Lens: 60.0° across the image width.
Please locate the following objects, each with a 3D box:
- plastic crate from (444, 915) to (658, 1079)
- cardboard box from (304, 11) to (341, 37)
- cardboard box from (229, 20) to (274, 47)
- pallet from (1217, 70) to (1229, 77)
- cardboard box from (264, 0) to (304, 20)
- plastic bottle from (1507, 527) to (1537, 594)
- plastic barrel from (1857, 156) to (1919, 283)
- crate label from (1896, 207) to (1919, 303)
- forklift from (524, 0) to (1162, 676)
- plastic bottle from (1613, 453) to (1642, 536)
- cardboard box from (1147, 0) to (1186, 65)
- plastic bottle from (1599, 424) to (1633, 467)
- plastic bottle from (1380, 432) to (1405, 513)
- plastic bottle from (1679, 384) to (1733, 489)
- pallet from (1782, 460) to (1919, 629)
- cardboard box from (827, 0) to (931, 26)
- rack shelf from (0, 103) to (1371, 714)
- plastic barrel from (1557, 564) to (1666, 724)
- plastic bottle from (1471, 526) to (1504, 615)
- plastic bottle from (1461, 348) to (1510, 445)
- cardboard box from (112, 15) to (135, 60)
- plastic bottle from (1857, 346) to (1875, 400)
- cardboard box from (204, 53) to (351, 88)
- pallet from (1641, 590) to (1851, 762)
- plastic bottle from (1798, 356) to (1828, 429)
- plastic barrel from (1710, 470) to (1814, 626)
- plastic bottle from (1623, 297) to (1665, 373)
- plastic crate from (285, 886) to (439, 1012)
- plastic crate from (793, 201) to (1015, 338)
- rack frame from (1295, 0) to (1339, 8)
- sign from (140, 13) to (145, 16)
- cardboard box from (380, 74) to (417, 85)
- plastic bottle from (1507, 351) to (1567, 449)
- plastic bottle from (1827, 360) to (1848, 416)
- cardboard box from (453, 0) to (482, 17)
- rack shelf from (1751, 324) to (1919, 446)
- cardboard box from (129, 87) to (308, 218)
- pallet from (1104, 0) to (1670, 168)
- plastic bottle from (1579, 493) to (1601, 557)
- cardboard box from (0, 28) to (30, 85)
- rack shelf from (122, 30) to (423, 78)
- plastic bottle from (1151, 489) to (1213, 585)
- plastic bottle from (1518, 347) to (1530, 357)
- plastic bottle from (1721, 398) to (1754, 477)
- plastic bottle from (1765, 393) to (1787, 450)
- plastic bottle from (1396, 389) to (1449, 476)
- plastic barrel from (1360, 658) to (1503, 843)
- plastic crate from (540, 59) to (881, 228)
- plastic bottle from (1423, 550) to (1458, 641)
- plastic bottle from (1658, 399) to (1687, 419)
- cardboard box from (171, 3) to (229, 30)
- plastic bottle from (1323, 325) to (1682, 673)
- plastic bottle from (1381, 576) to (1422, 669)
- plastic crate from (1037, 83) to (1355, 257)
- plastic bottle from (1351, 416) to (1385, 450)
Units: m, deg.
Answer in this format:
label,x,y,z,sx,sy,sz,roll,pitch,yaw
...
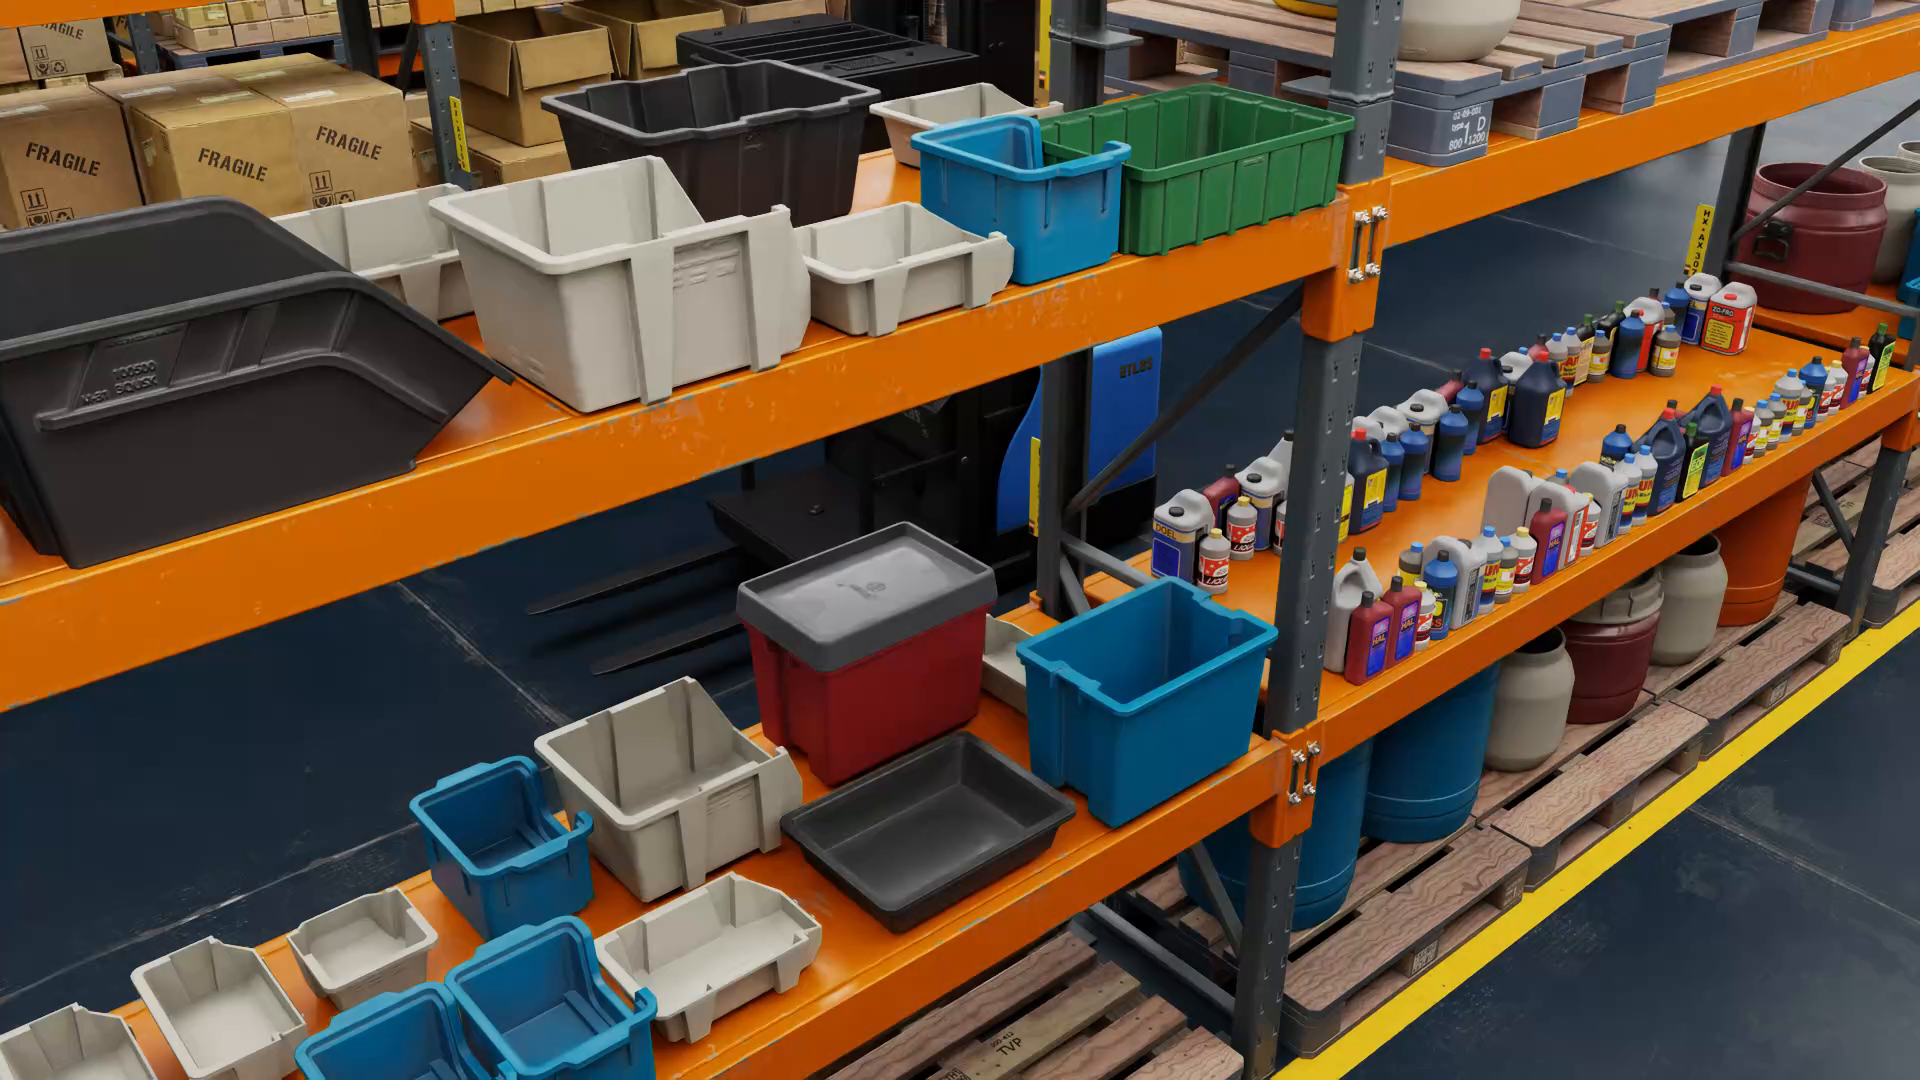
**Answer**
label,x,y,z,sx,sy,sz,roll,pitch,yaw
plastic crate,-0.808,0.990,3.330,0.300,0.233,0.416,-22,35,-35
cardboard box,-4.564,-3.683,11.780,0.250,0.149,0.380,-21,35,-34
cardboard box,-4.948,-3.531,11.497,0.250,0.149,0.380,-21,35,-34
pallet,1.911,-3.365,11.567,1.213,0.211,1.003,-22,35,-35
cardboard box,-4.763,-3.735,11.562,0.250,0.149,0.380,-21,35,-34
plastic bottle,1.736,0.056,5.173,0.097,0.201,0.097,0,28,0
plastic barrel,4.291,-1.494,7.744,0.421,0.512,0.421,0,28,0
crate label,4.578,-1.275,7.417,0.616,0.435,0.502,-22,35,-35
forklift,-0.497,-1.110,7.217,3.031,2.935,1.130,-20,34,-33
plastic bottle,2.190,-0.157,5.499,0.097,0.271,0.097,0,28,0
cardboard box,1.177,-3.444,10.961,0.500,0.500,0.700,-16,32,-28
plastic bottle,2.244,-0.269,5.707,0.097,0.271,0.097,0,28,0
plastic bottle,1.450,-0.236,5.646,0.097,0.271,0.097,0,28,0
plastic bottle,2.598,-0.371,5.814,0.185,0.351,0.144,-22,35,-35
pallet,4.261,-0.046,8.112,1.213,0.211,1.003,-22,35,-35
cardboard box,-0.632,-2.899,9.322,0.637,0.503,0.797,-21,35,-34
rack shelf,-0.918,-0.223,3.066,4.000,0.370,1.077,-22,35,-35
plastic barrel,2.426,0.327,6.569,0.708,0.588,0.600,-22,35,-35
plastic bottle,1.587,0.085,5.045,0.097,0.271,0.097,0,28,0
plastic bottle,1.929,-0.543,6.136,0.185,0.351,0.144,-22,35,-35
cardboard box,-7.941,-4.904,16.053,0.875,0.875,0.875,-21,34,-34
plastic bottle,3.516,-0.660,6.513,0.097,0.201,0.097,0,28,0
cardboard box,-3.141,-1.946,7.757,0.500,0.500,0.500,-22,35,-35
pallet,3.074,0.433,7.216,1.213,0.211,1.003,-22,35,-35
plastic bottle,3.193,-0.561,6.253,0.097,0.271,0.097,0,28,0
plastic barrel,6.565,0.748,3.267,0.708,2.957,10.706,-22,35,-35
plastic bottle,2.756,-0.840,6.771,0.135,0.276,0.152,-22,35,-35
plastic crate,-1.297,0.895,3.609,0.250,0.136,0.298,-22,35,-35
plastic crate,-0.117,-0.510,3.120,0.466,0.136,0.293,-22,35,-35
rack frame,0.602,-2.476,3.336,0.053,2.616,0.949,-22,35,-35
sign,-5.395,-3.604,10.893,0.005,0.325,0.100,-22,35,-35
cardboard box,-4.558,-3.466,12.964,0.500,0.250,0.500,-24,36,-37
plastic bottle,2.130,-0.530,6.111,0.185,0.351,0.144,-22,35,-35
plastic bottle,3.341,-0.589,6.381,0.097,0.201,0.097,0,28,0
cardboard box,-3.767,-4.006,12.385,0.250,0.149,0.380,-21,34,-33
rack shelf,5.168,-1.347,8.352,4.000,0.370,1.077,-22,35,-35
cardboard box,-3.171,-1.613,7.133,0.500,0.500,0.500,-21,35,-34
pallet,1.137,-1.344,4.600,1.003,0.211,1.213,-22,35,-35
plastic bottle,2.013,-0.056,5.382,0.097,0.201,0.097,0,28,0
cardboard box,-6.334,-3.182,10.600,0.500,0.500,0.500,-23,36,-36
rack shelf,-4.232,-3.709,12.771,4.000,0.370,1.077,-22,35,-35
plastic bottle,0.694,-0.011,5.220,0.135,0.276,0.152,-22,35,-35
plastic bottle,2.123,-0.601,6.328,0.097,0.271,0.097,0,28,0
plastic bottle,2.746,-0.375,5.893,0.133,0.283,0.061,-22,35,-35
plastic bottle,2.970,-0.440,6.102,0.097,0.201,0.097,0,28,0
plastic bottle,1.634,-0.389,5.927,0.135,0.276,0.152,-22,35,-35
plastic barrel,1.567,0.534,5.849,0.708,0.901,0.600,-22,35,-35
plastic crate,-0.519,-0.813,3.545,0.590,0.269,0.497,-22,35,-35
plastic bottle,1.411,0.156,4.912,0.097,0.271,0.097,0,28,0
plastic bottle,2.512,-0.370,5.884,0.133,0.283,0.061,-22,35,-35
cardboard box,-5.155,-3.576,11.264,0.250,0.149,0.380,-21,35,-34
plastic bottle,1.973,-0.312,5.703,2.872,0.351,0.643,-22,35,-35
plastic bottle,1.261,0.222,4.776,0.133,0.283,0.061,-22,35,-35
plastic crate,0.478,-0.821,3.646,0.662,0.188,0.450,-22,35,-35
plastic bottle,1.355,-0.277,5.718,0.135,0.276,0.152,-22,35,-35
